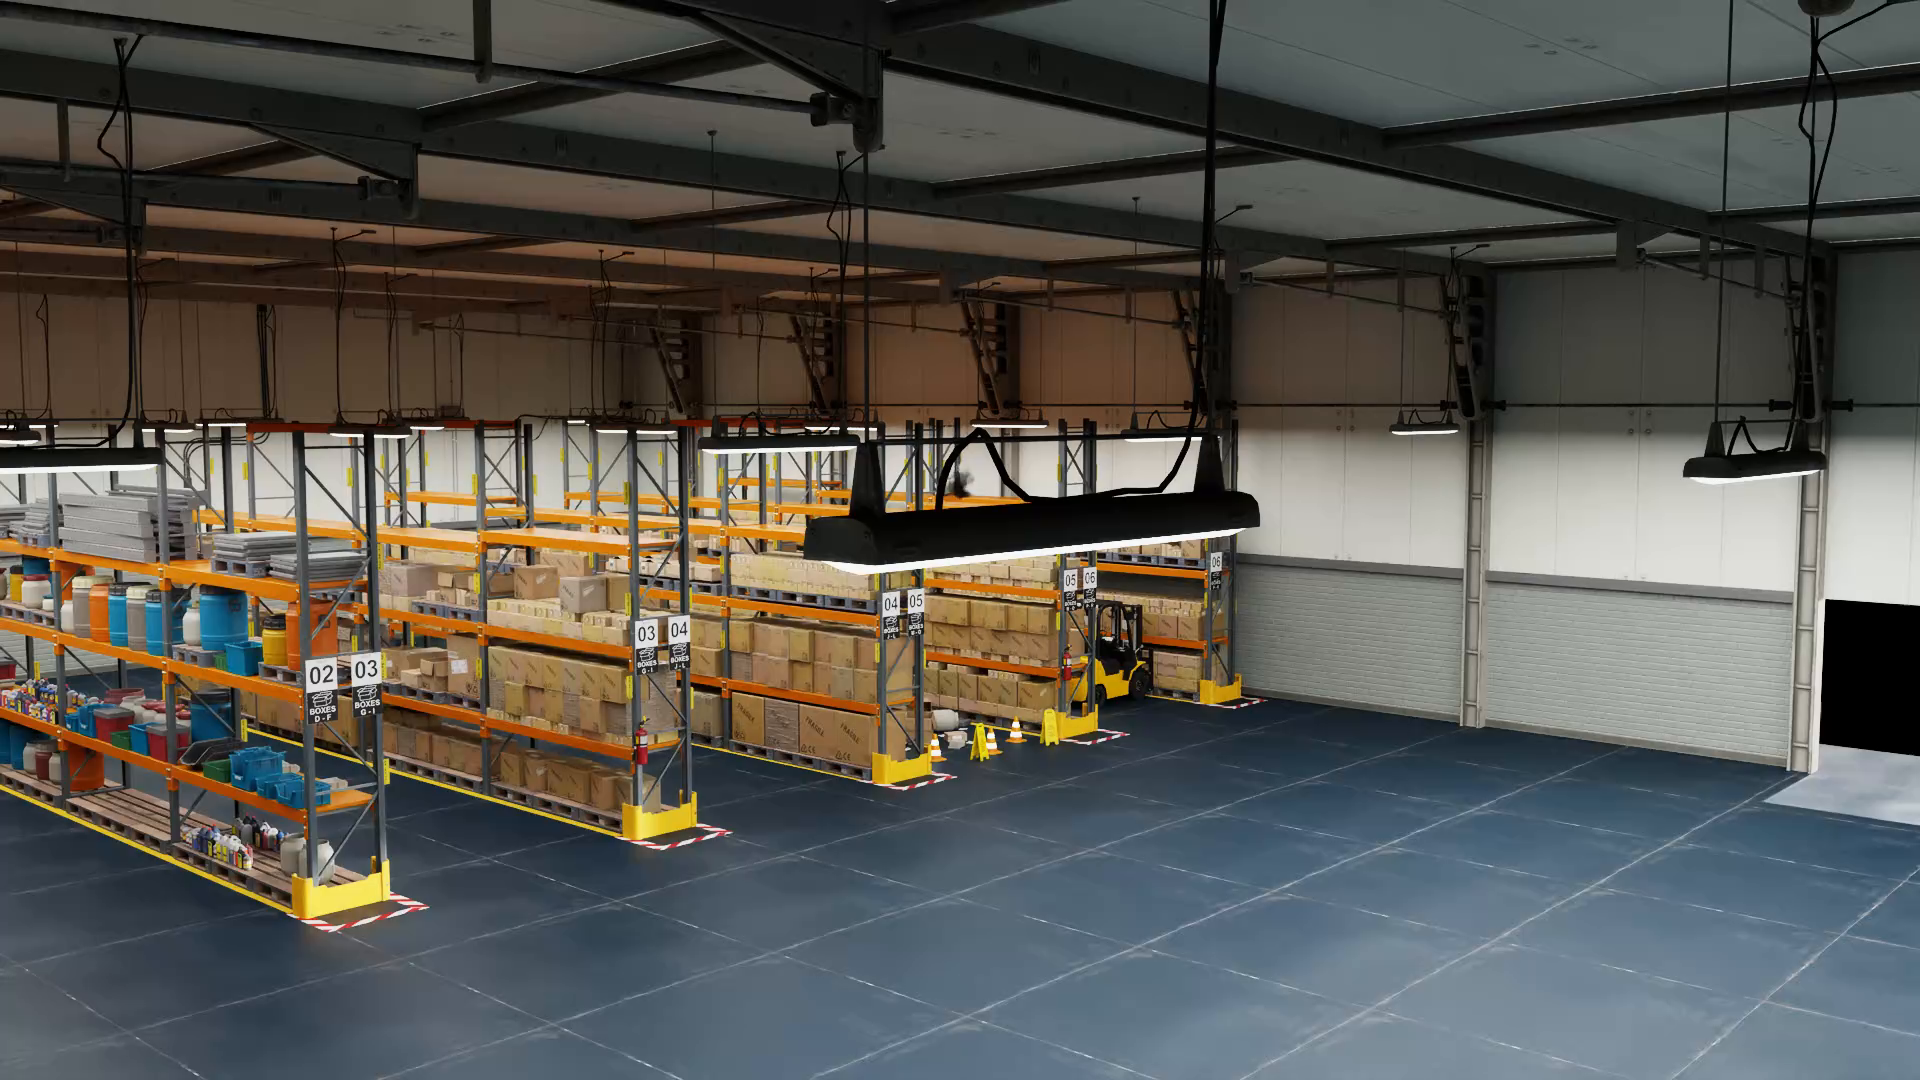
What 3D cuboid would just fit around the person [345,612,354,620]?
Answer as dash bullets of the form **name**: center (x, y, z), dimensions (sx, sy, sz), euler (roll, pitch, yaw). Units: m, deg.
- **person**: center (-14.226, 2.310, 38.682), dimensions (0.732, 1.713, 0.562), euler (2, 5, 18)
